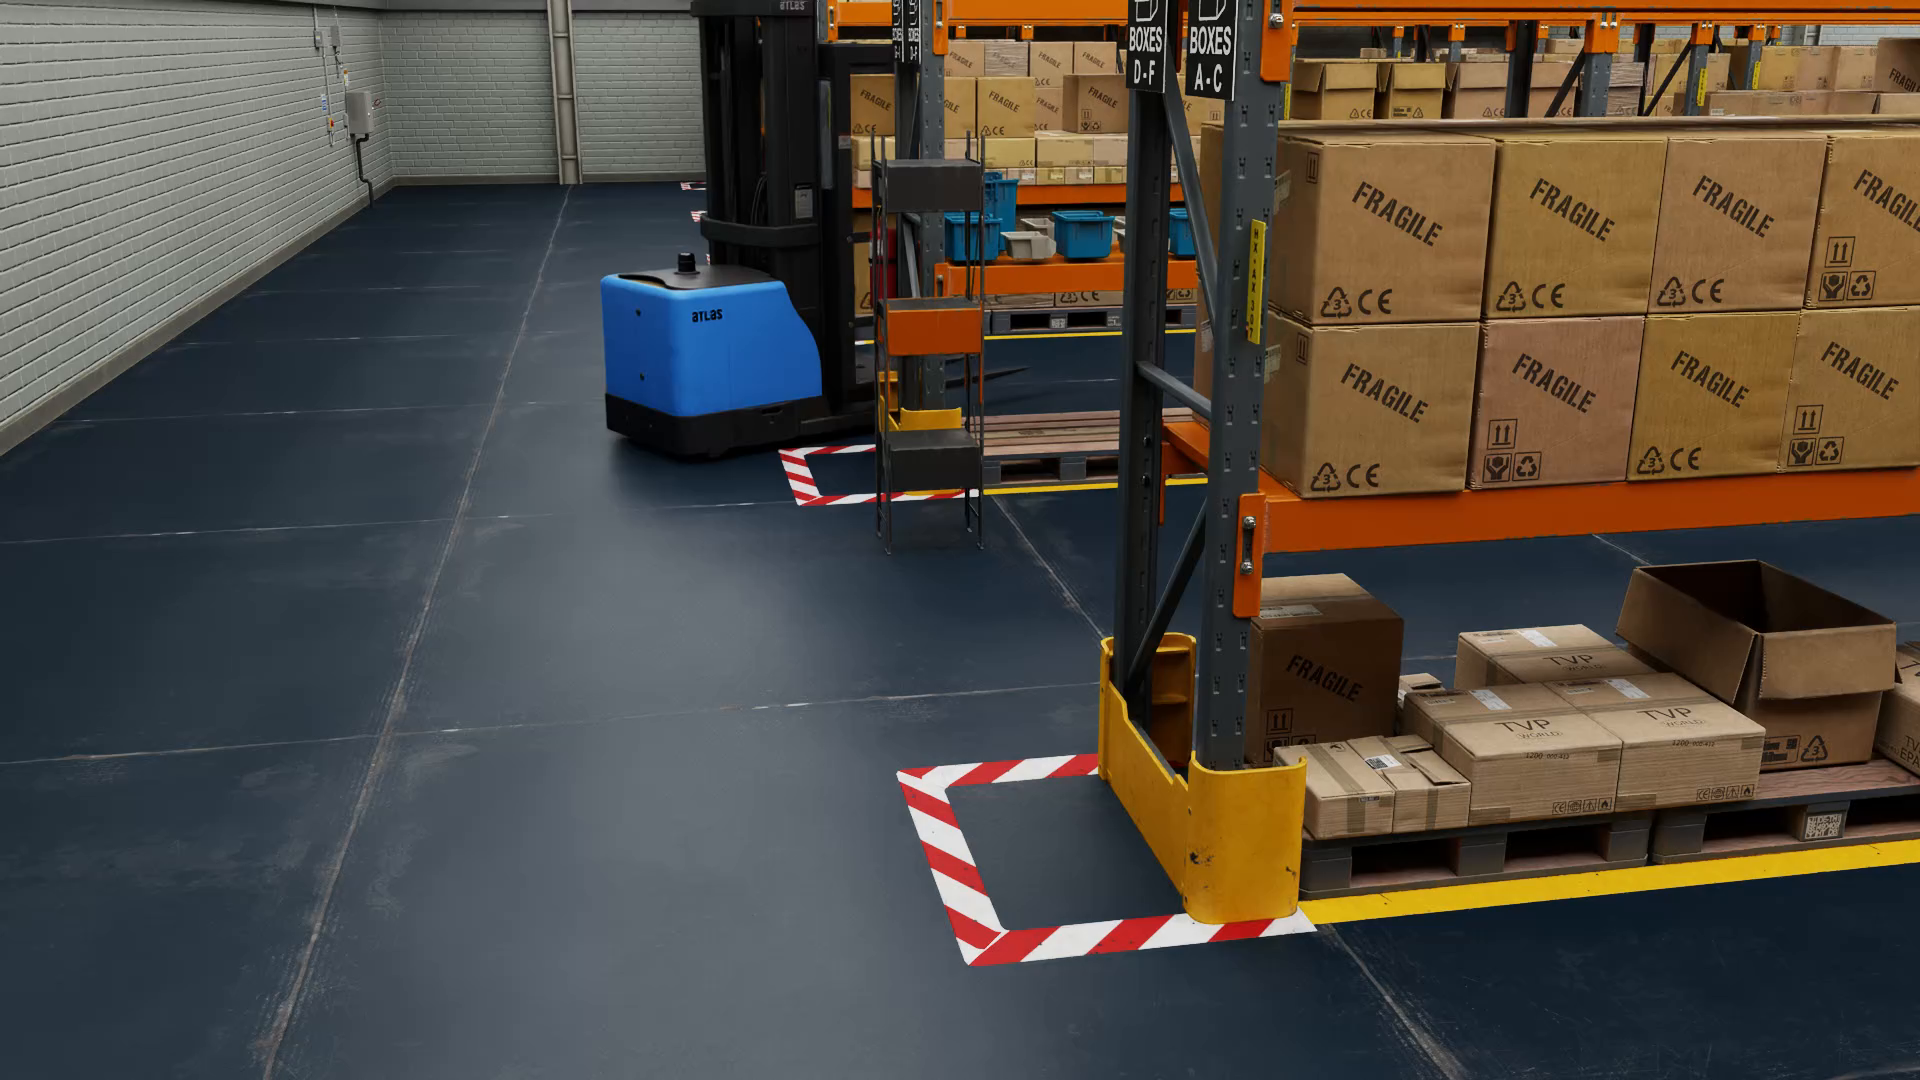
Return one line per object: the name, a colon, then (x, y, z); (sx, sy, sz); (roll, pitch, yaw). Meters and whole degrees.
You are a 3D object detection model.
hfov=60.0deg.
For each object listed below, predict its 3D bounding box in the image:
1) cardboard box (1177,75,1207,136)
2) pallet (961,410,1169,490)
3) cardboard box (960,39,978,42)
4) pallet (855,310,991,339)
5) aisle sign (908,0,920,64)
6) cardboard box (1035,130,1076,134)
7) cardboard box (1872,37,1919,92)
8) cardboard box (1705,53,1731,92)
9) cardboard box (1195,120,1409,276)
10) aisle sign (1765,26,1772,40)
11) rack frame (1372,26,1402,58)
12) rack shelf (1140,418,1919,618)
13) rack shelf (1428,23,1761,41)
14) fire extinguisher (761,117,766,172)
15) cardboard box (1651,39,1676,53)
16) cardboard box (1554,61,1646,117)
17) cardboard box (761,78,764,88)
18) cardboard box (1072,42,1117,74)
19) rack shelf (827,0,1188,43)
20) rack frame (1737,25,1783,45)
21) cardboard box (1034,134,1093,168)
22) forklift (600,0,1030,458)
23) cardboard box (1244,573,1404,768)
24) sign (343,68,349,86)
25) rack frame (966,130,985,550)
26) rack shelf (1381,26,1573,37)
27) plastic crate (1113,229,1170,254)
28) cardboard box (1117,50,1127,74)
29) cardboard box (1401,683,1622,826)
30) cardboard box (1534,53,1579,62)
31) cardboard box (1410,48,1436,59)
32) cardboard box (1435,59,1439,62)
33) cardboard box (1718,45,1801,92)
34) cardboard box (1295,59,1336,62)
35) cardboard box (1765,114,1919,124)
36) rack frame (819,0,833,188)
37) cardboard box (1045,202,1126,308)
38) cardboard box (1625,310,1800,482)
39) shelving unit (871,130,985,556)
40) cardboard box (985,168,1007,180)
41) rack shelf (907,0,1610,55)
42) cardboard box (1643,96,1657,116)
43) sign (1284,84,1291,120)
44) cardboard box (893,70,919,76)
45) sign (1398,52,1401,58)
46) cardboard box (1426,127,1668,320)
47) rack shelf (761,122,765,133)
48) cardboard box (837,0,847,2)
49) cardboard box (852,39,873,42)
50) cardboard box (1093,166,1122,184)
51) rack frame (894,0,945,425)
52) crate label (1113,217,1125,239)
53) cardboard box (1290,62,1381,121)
cardboard box: (1.854, -3.820, 14.611); (0.500, 0.500, 0.500); (-3, 17, -10)
pallet: (0.577, -0.571, 10.312); (1.213, 0.211, 1.003); (-3, 17, -10)
cardboard box: (0.099, -7.109, 23.872); (0.250, 0.149, 0.380); (-3, 17, -10)
pallet: (-0.410, -2.031, 15.066); (1.213, 0.211, 1.003); (-3, 17, -10)
aisle sign: (-0.255, -3.023, 9.116); (0.004, 0.787, 0.394); (-3, 17, -10)
cardboard box: (0.754, -3.558, 15.036); (0.500, 0.250, 0.500); (-3, 17, -10)
cardboard box: (9.796, -4.449, 16.452); (1.000, 1.000, 1.000); (-3, 17, -10)
cardboard box: (9.274, -5.898, 21.031); (0.500, 0.500, 0.700); (-4, 17, -11)
cardboard box: (1.081, -1.071, 5.317); (0.500, 0.500, 0.500); (-3, 17, -11)
aisle sign: (12.765, -8.208, 25.998); (0.004, 0.787, 0.394); (-3, 17, -10)
rack frame: (7.777, -8.253, 30.574); (0.127, 3.000, 1.000); (-3, 17, -10)
rack shelf: (2.659, -0.209, 5.608); (4.000, 0.370, 1.077); (-3, 17, -10)
rack shelf: (7.797, -6.380, 20.591); (4.000, 0.370, 1.077); (-3, 17, -10)
fire extinguisher: (-2.356, -4.637, 19.565); (0.183, 0.674, 0.296); (-3, 17, -10)
cardboard box: (10.694, -7.550, 25.904); (0.500, 0.500, 0.700); (-3, 17, -11)
cardboard box: (5.954, -4.234, 15.610); (0.637, 0.503, 0.797); (-3, 17, -9)
cardboard box: (-2.535, -6.625, 23.398); (0.500, 0.500, 0.500); (-4, 17, -12)
cardboard box: (1.496, -5.519, 19.293); (0.500, 0.500, 0.500); (-4, 17, -12)
rack shelf: (0.784, -4.499, 14.466); (4.000, 0.370, 1.077); (-3, 17, -10)
rack frame: (12.650, -7.045, 26.641); (0.127, 3.000, 1.000); (-3, 17, -10)
cardboard box: (0.857, -3.405, 14.538); (0.500, 0.250, 0.500); (-4, 17, -12)
forklift: (-0.870, -2.245, 11.128); (3.031, 2.935, 1.130); (-14, 22, -37)
cardboard box: (1.183, 0.442, 5.772); (0.500, 0.500, 0.500); (-3, 17, -10)
sign: (-9.040, -6.814, 24.482); (0.001, 0.242, 0.339); (-3, 17, -10)
rack frame: (0.077, -1.008, 8.518); (0.015, 2.100, 0.400); (-3, 17, -10)
rack shelf: (9.741, -9.455, 30.602); (4.000, 0.370, 1.077); (-3, 17, -10)
plastic crate: (1.061, -1.723, 9.659); (0.298, 0.136, 0.250); (-3, 17, -10)
cardboard box: (2.341, -6.908, 24.320); (0.500, 0.500, 0.500); (-4, 17, -12)
cardboard box: (1.774, 0.686, 5.402); (0.500, 0.250, 0.500); (-3, 17, -10)
cardboard box: (7.275, -5.784, 20.661); (0.500, 0.500, 0.700); (-4, 17, -11)
cardboard box: (7.146, -7.509, 25.653); (0.250, 0.149, 0.380); (-2, 17, -7)
cardboard box: (7.318, -7.066, 25.317); (0.500, 0.500, 0.500); (-3, 17, -9)
cardboard box: (10.129, -6.000, 21.142); (0.550, 0.550, 0.875); (-3, 17, -10)
cardboard box: (5.281, -6.949, 24.935); (0.500, 0.500, 0.500); (-4, 17, -12)
cardboard box: (3.096, -1.187, 5.696); (0.500, 0.500, 0.500); (-4, 17, -12)
rack frame: (-1.180, -3.297, 14.438); (0.127, 3.000, 1.000); (-3, 17, -10)
cardboard box: (1.201, -2.641, 15.206); (0.875, 0.875, 0.875); (-3, 17, -10)
cardboard box: (2.180, -0.495, 5.145); (0.500, 0.500, 0.500); (-3, 17, -11)
shelving unit: (-0.162, -0.995, 8.473); (0.503, 2.100, 0.431); (-3, 17, -10)
cardboard box: (0.240, -3.160, 14.418); (0.250, 0.149, 0.380); (-4, 17, -12)
rack shelf: (1.723, -3.071, 9.818); (4.000, 0.370, 1.077); (-3, 17, -10)
cardboard box: (8.307, -5.287, 20.744); (0.500, 0.500, 0.500); (-3, 17, -10)
sign: (2.854, -3.812, 14.504); (0.005, 0.325, 0.100); (-3, 17, -10)
cardboard box: (-0.521, -5.402, 18.910); (0.500, 0.500, 0.500); (-4, 17, -12)
sign: (7.889, -8.613, 29.908); (0.005, 0.325, 0.100); (-3, 17, -10)
cardboard box: (1.693, -0.947, 4.913); (0.500, 0.500, 0.500); (-3, 17, -10)
rack shelf: (-1.096, -5.922, 24.208); (4.000, 0.370, 1.077); (-3, 17, -10)
cardboard box: (-1.532, -6.046, 18.535); (0.500, 0.250, 0.500); (-3, 17, -8)
cardboard box: (-1.382, -6.998, 23.509); (0.250, 0.149, 0.380); (-3, 17, -10)
cardboard box: (1.249, -3.217, 14.604); (0.250, 0.149, 0.380); (-4, 17, -11)
rack frame: (-0.240, -1.869, 9.790); (0.127, 3.000, 1.000); (-3, 17, -10)
crate label: (1.082, -1.904, 10.250); (0.243, 0.136, 0.396); (-3, 17, -10)
cardboard box: (3.373, -4.085, 15.125); (0.637, 0.503, 0.797); (-4, 17, -12)
